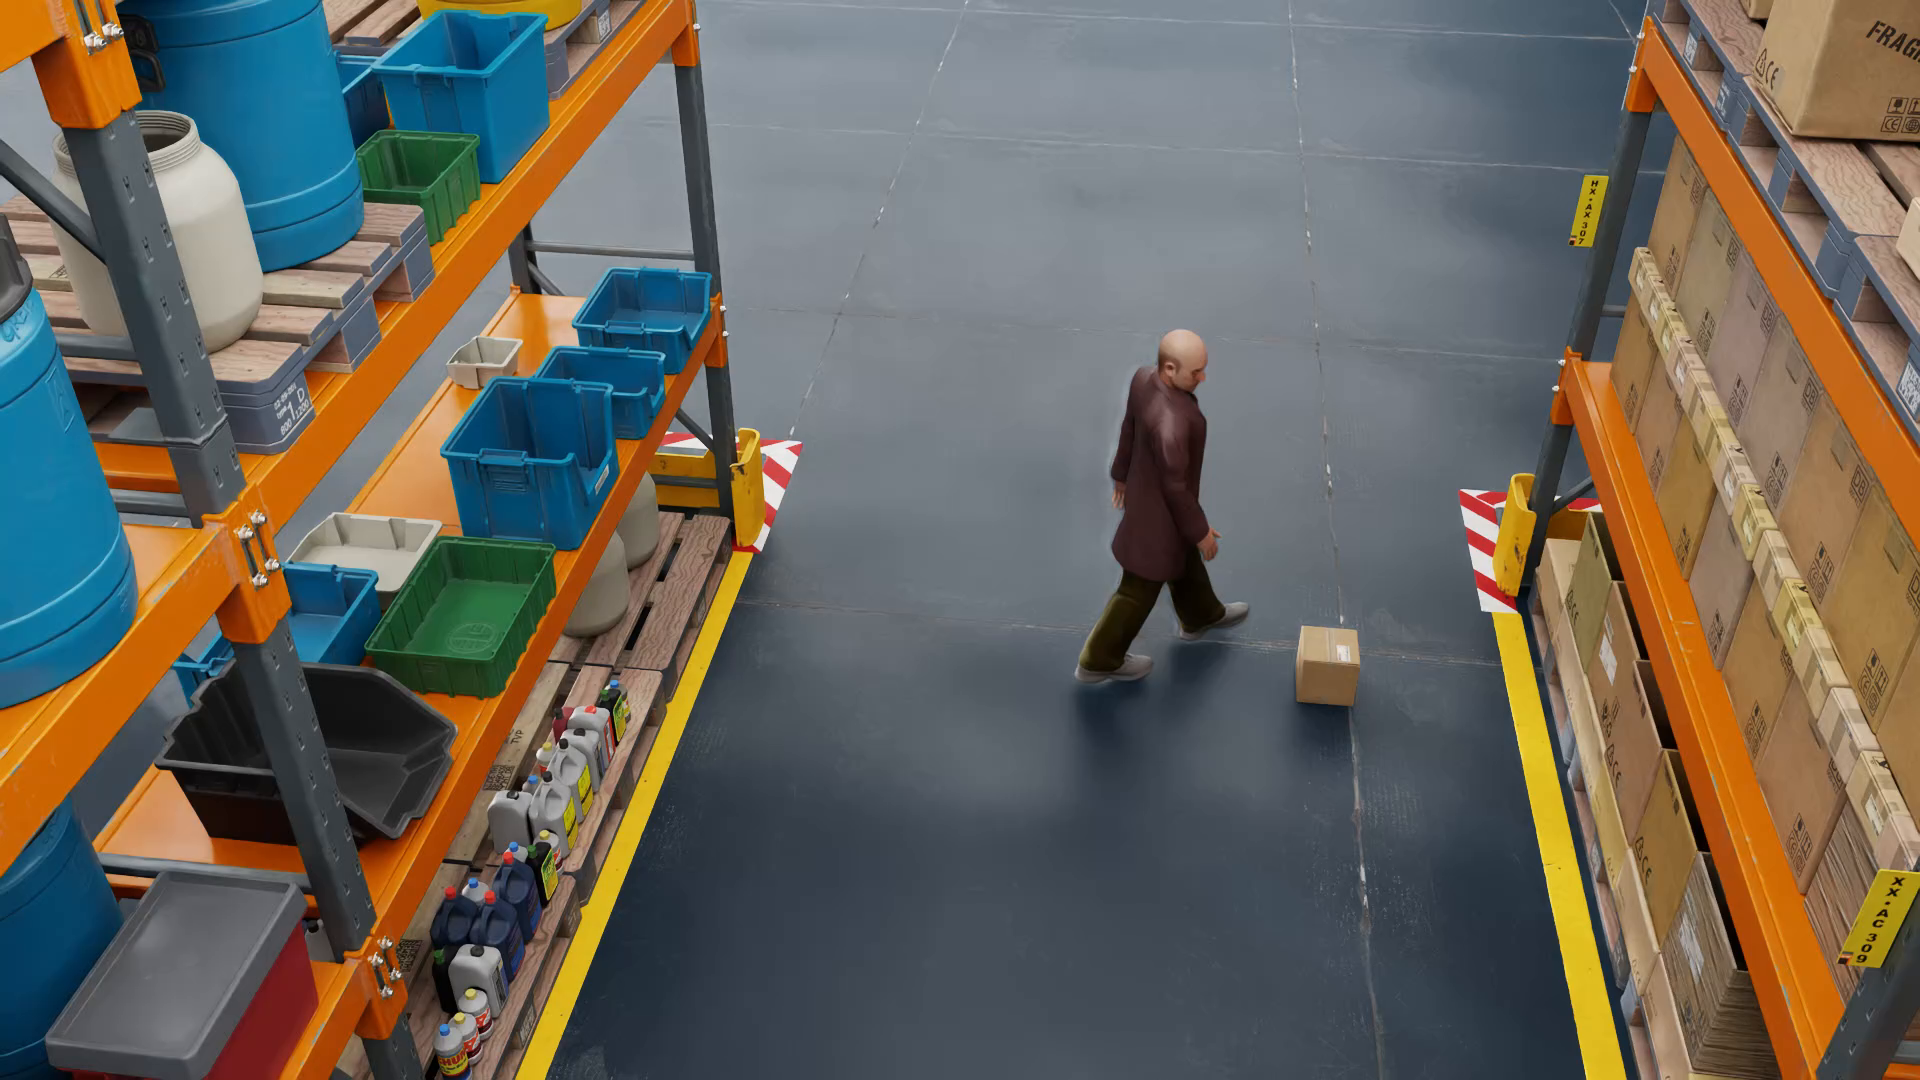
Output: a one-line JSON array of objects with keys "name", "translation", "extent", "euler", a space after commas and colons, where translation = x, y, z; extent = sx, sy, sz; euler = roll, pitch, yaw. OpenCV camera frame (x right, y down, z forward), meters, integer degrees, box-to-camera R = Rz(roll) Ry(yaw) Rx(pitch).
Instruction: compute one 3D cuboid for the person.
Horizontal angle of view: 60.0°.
[{"name": "person", "translation": [0.962, -0.141, 7.229], "extent": [0.893, 1.753, 0.628], "euler": [-3, 36, -4]}]
